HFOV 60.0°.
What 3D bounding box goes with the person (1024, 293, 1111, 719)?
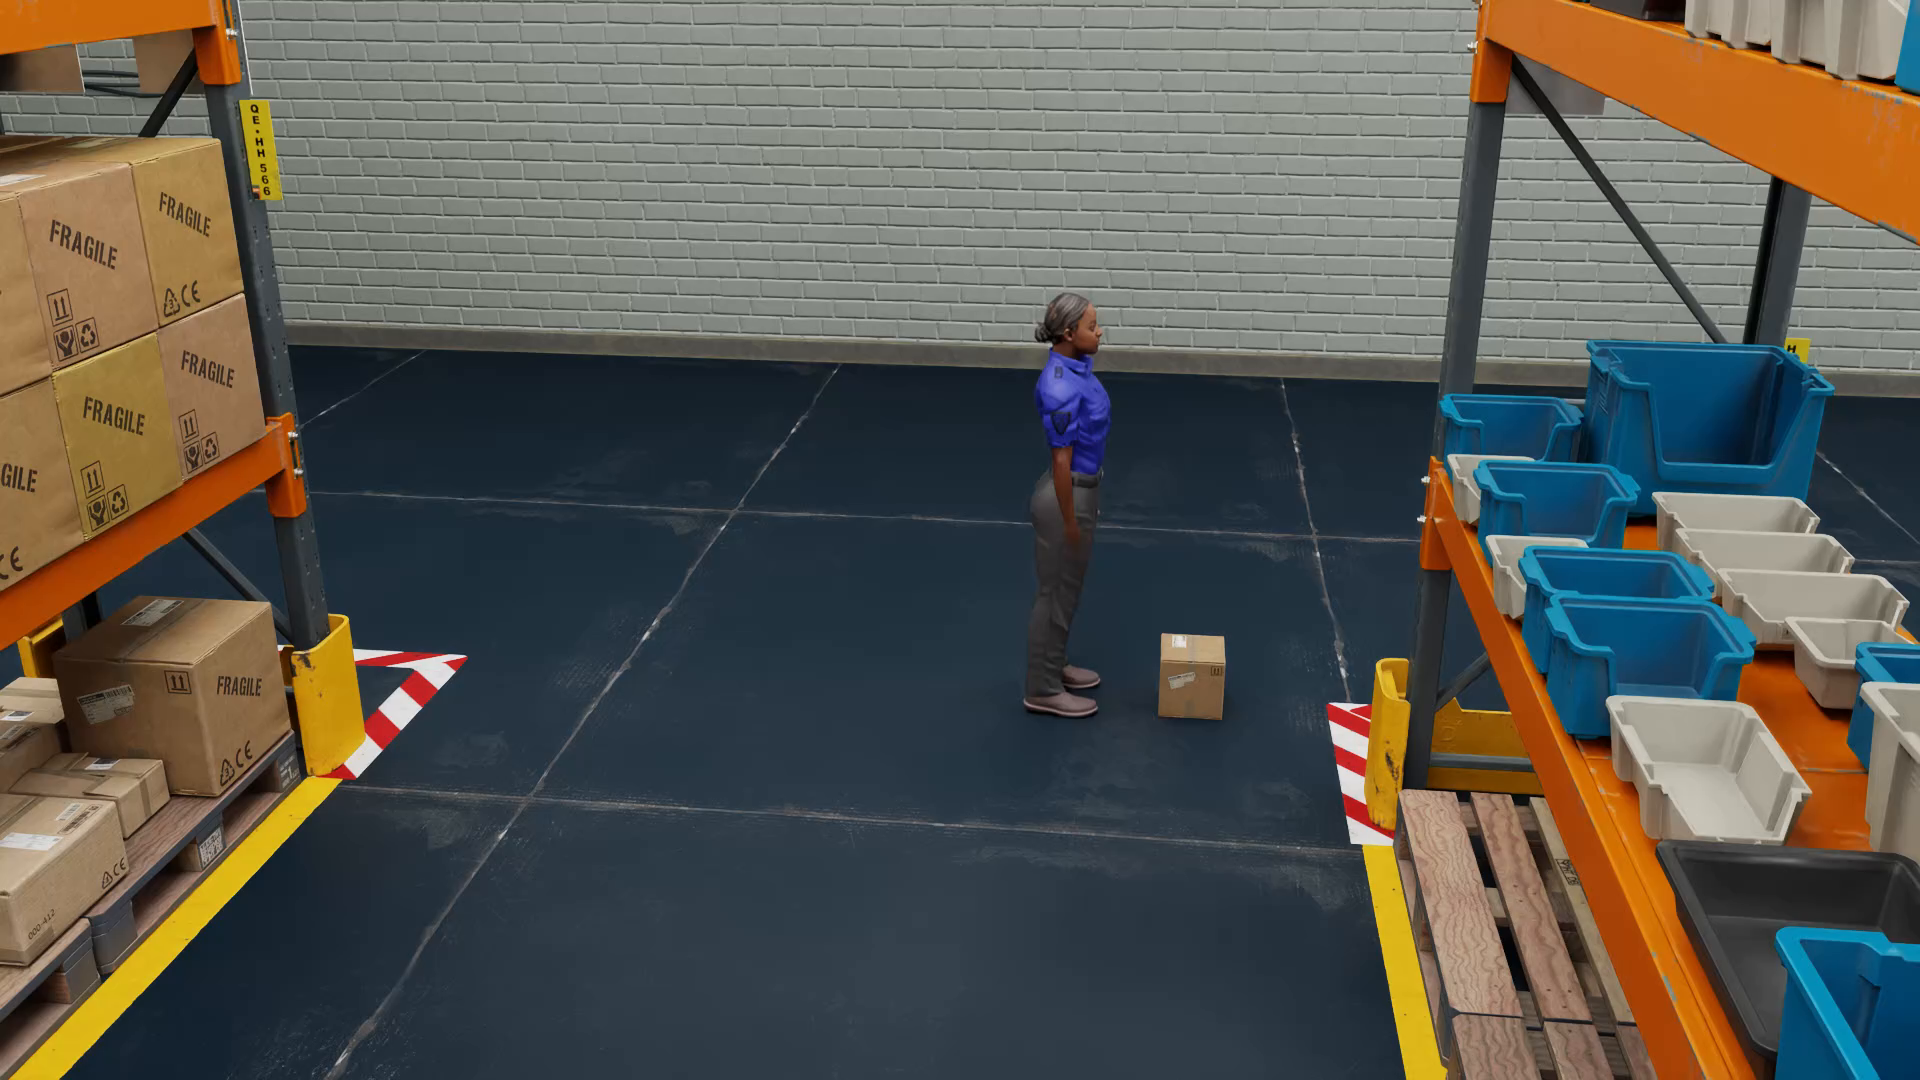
[{"bbox_3d":[0.419,-0.137,6.438,0.309,1.659,0.435,3,22,8],"label":"person"}]
